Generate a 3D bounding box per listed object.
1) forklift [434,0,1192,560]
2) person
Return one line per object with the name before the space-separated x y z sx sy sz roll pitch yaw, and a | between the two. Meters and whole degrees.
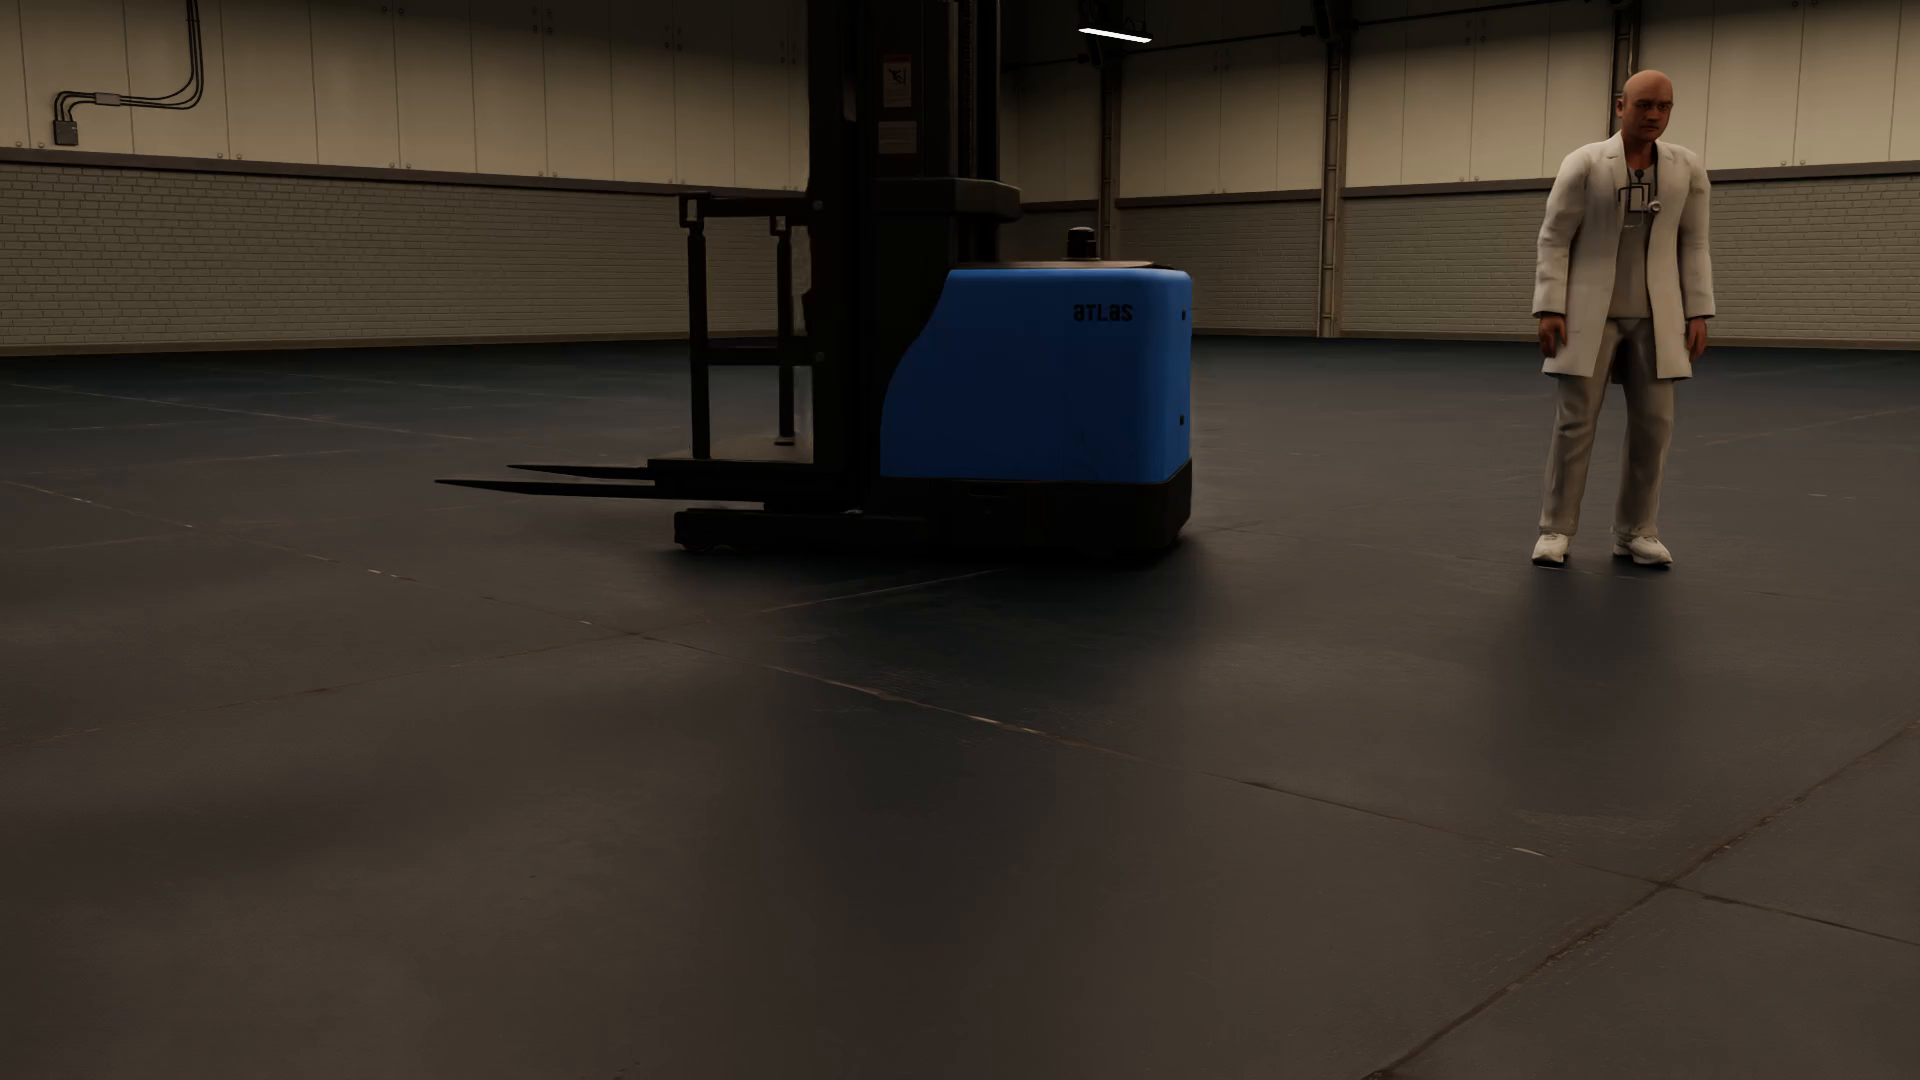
forklift | -0.619 -1.468 6.626 3.031 2.935 1.130 2 9 13
person | 2.431 -0.803 6.095 0.646 1.772 0.430 1 9 7
